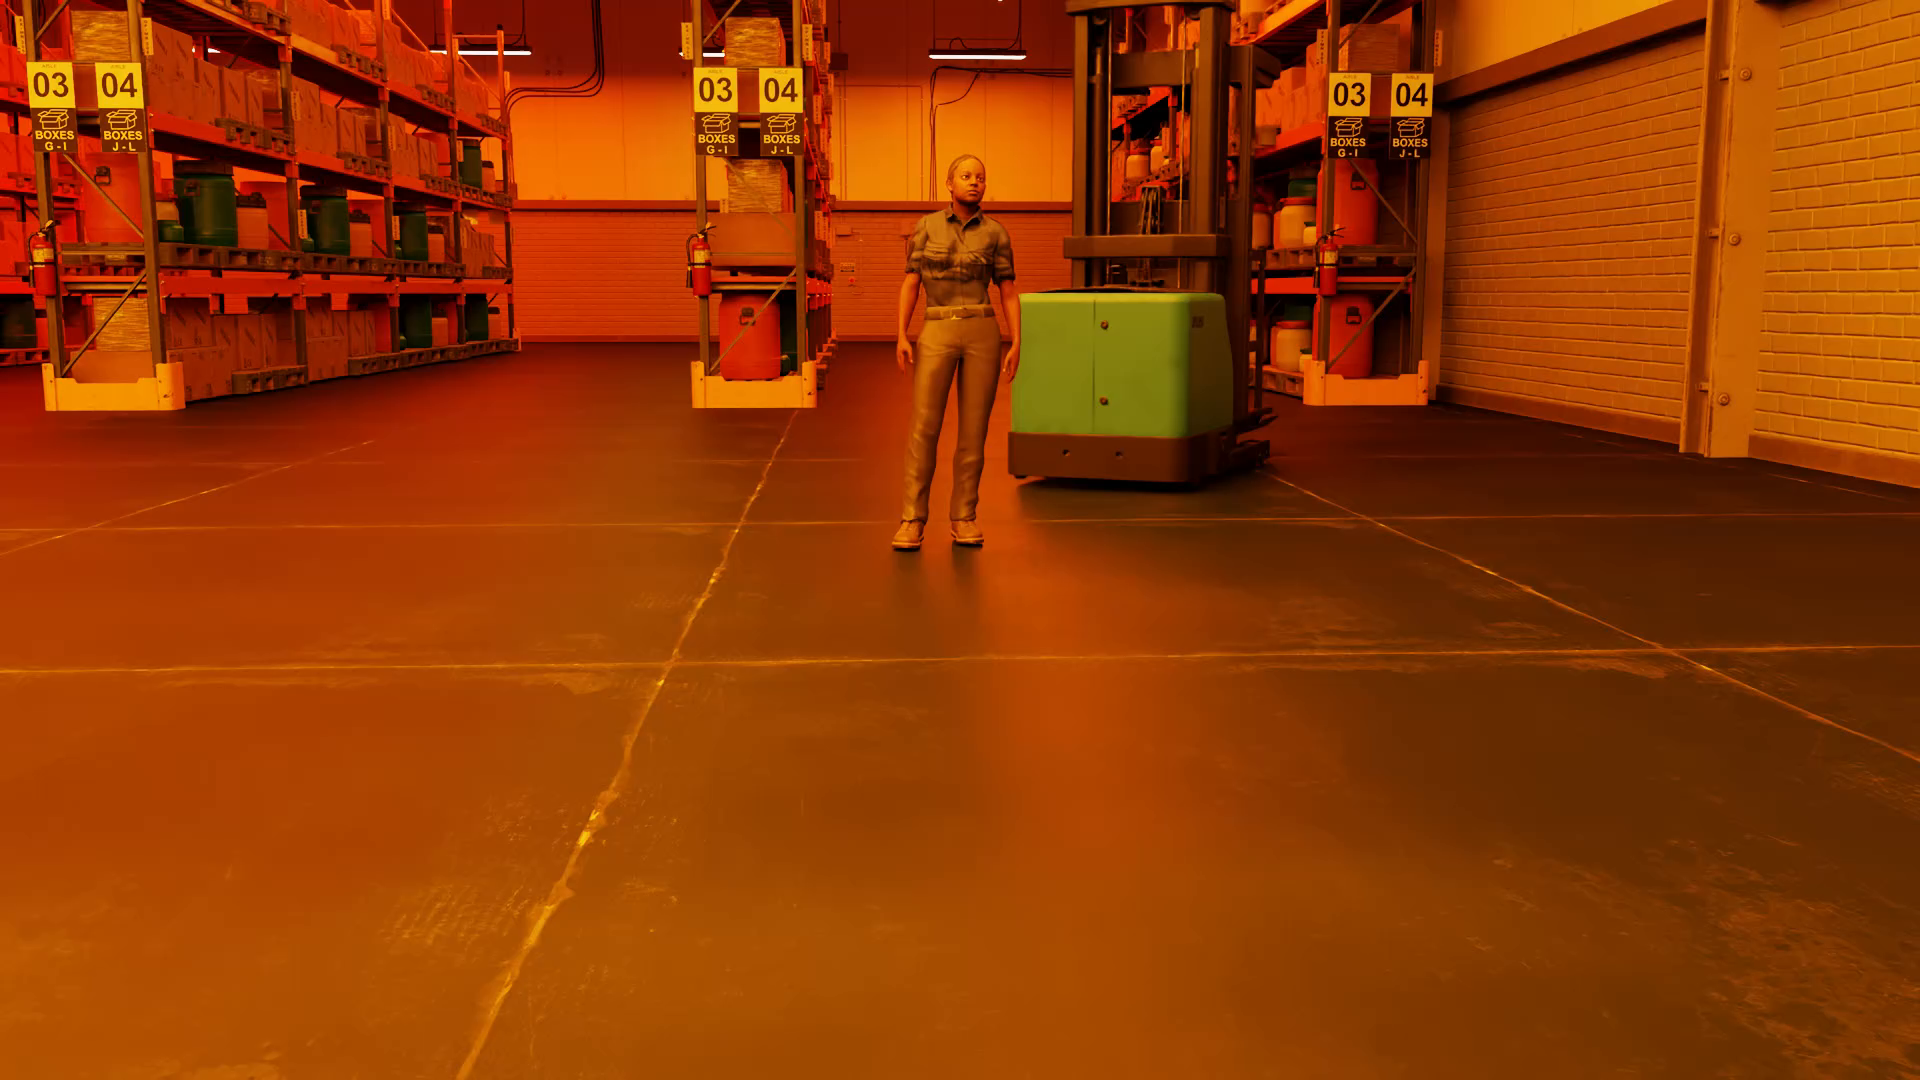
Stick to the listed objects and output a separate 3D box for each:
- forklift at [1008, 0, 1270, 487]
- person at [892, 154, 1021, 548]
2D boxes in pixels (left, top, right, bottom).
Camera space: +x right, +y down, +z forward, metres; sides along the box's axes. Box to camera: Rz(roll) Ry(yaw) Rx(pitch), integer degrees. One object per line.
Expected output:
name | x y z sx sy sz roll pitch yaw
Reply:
forklift | 1.315 -1.916 10.232 1.130 2.935 3.031 4 9 23
person | -0.014 -0.812 7.100 0.570 1.654 0.504 -1 8 -4
